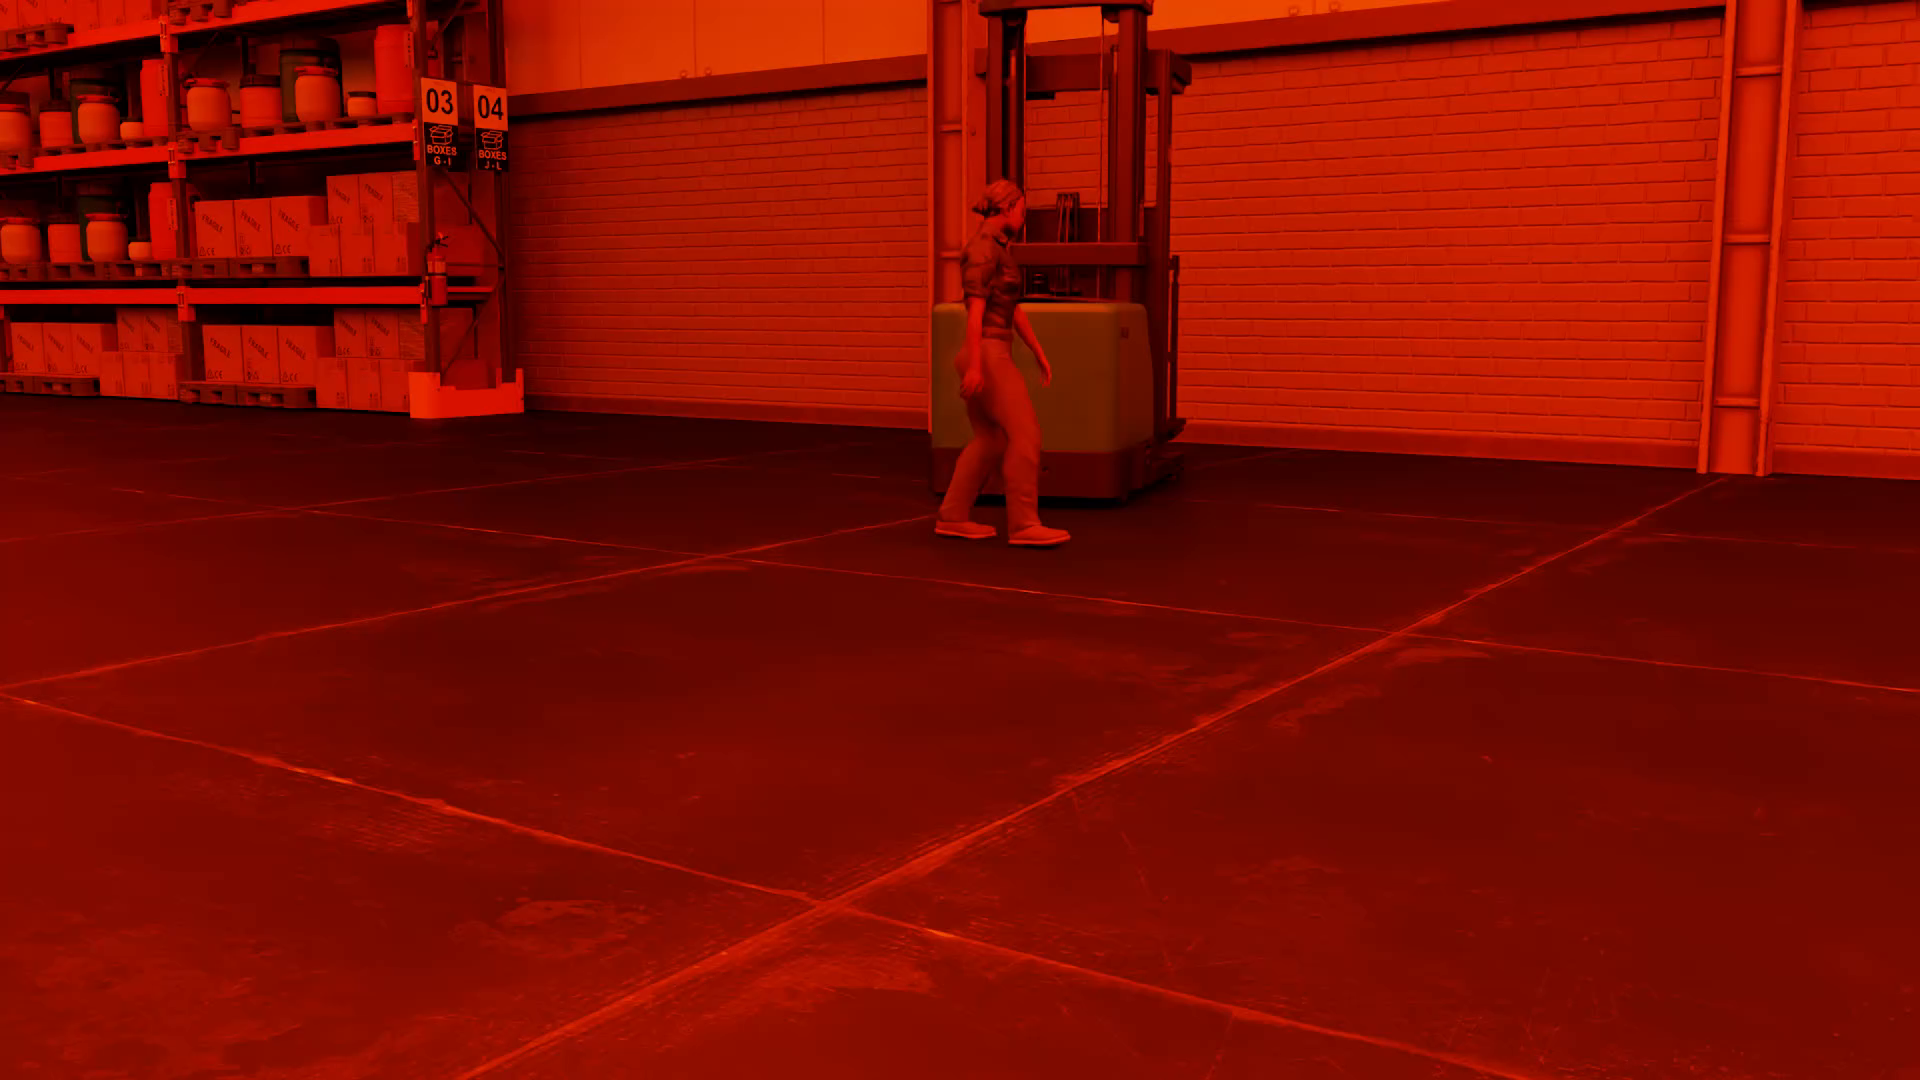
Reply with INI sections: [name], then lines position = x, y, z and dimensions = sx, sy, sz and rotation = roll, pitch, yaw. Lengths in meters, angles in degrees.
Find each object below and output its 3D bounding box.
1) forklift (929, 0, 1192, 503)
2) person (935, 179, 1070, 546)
[forklift]
position = 0.759, -1.816, 9.966
dimensions = 1.130, 2.935, 3.031
rotation = 3, 8, 17
[person]
position = 0.189, -0.793, 7.452
dimensions = 0.650, 1.622, 0.569
rotation = 1, 8, 7
